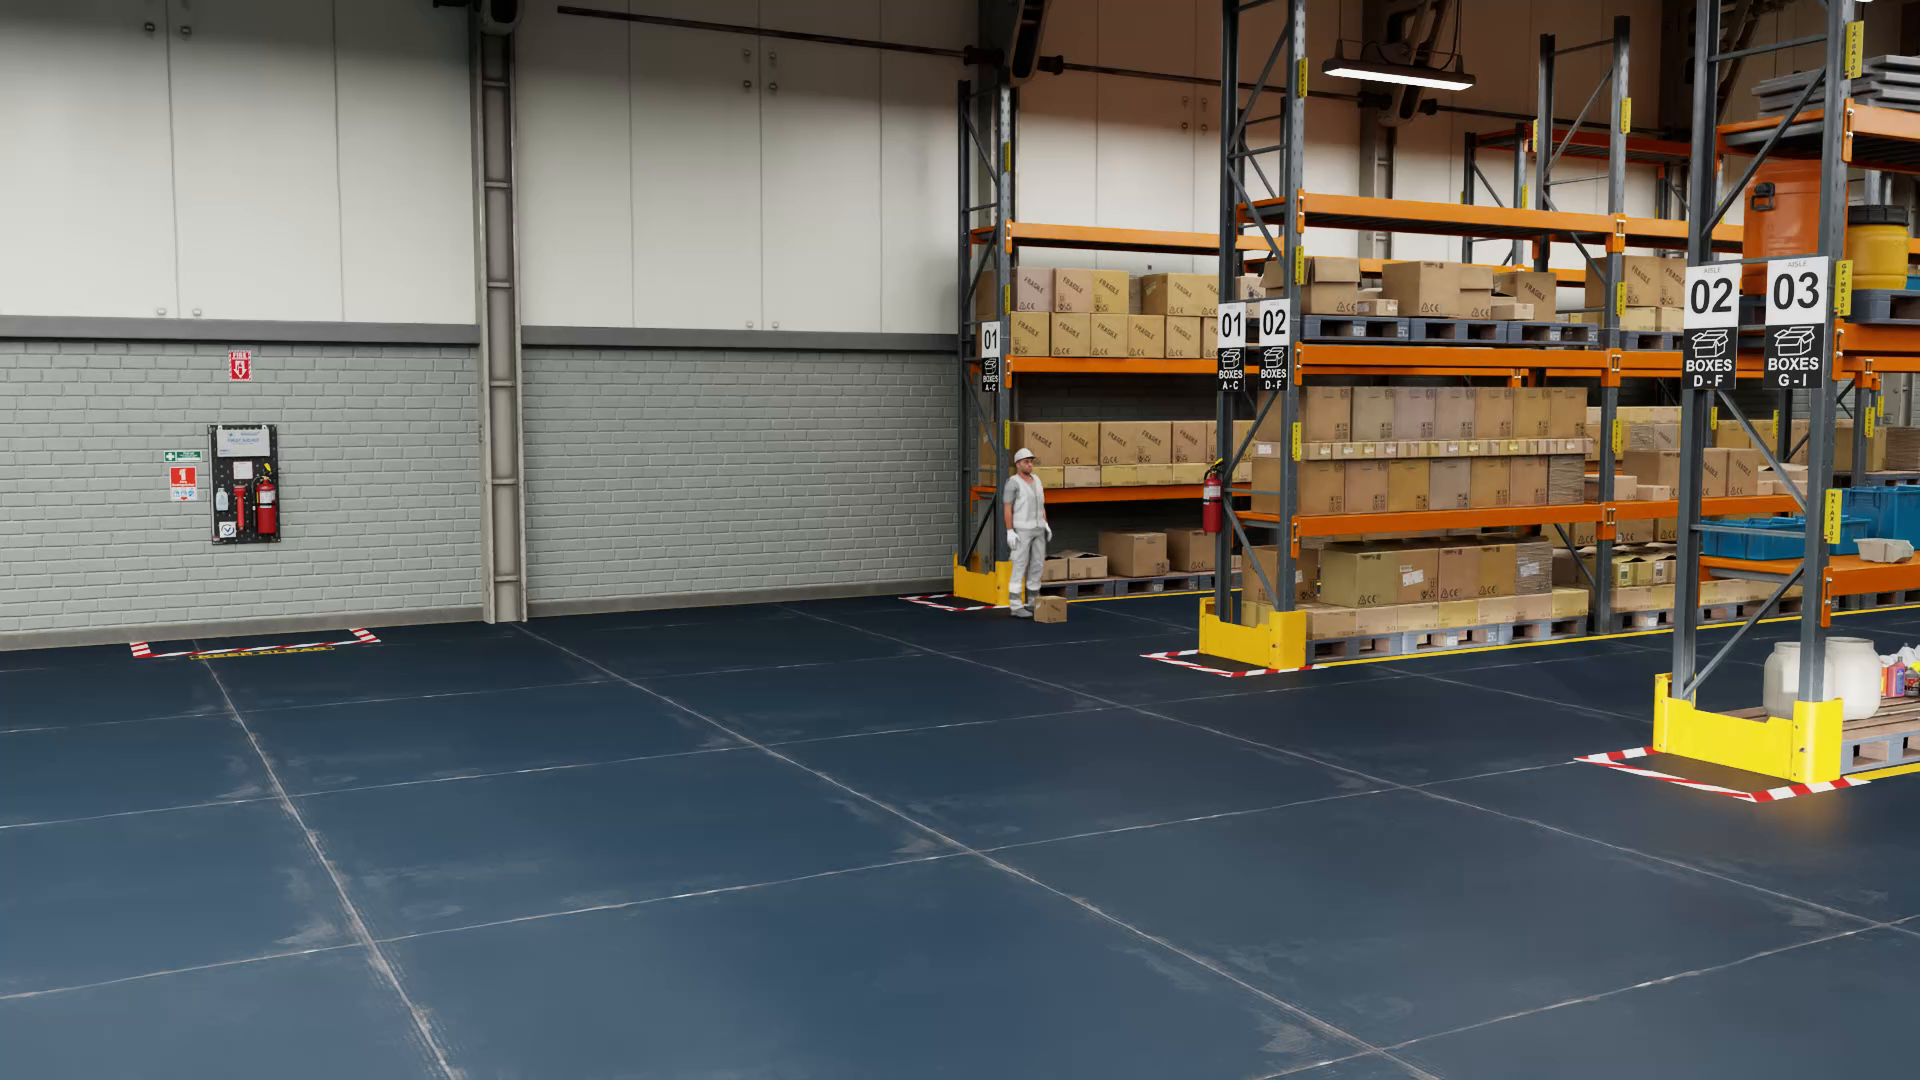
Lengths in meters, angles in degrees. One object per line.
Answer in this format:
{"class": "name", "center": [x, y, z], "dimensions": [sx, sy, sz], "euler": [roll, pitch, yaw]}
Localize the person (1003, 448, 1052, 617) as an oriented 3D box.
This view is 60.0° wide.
{"class": "person", "center": [0.732, -0.072, 17.798], "dimensions": [0.566, 1.816, 0.381], "euler": [-4, 7, -41]}
